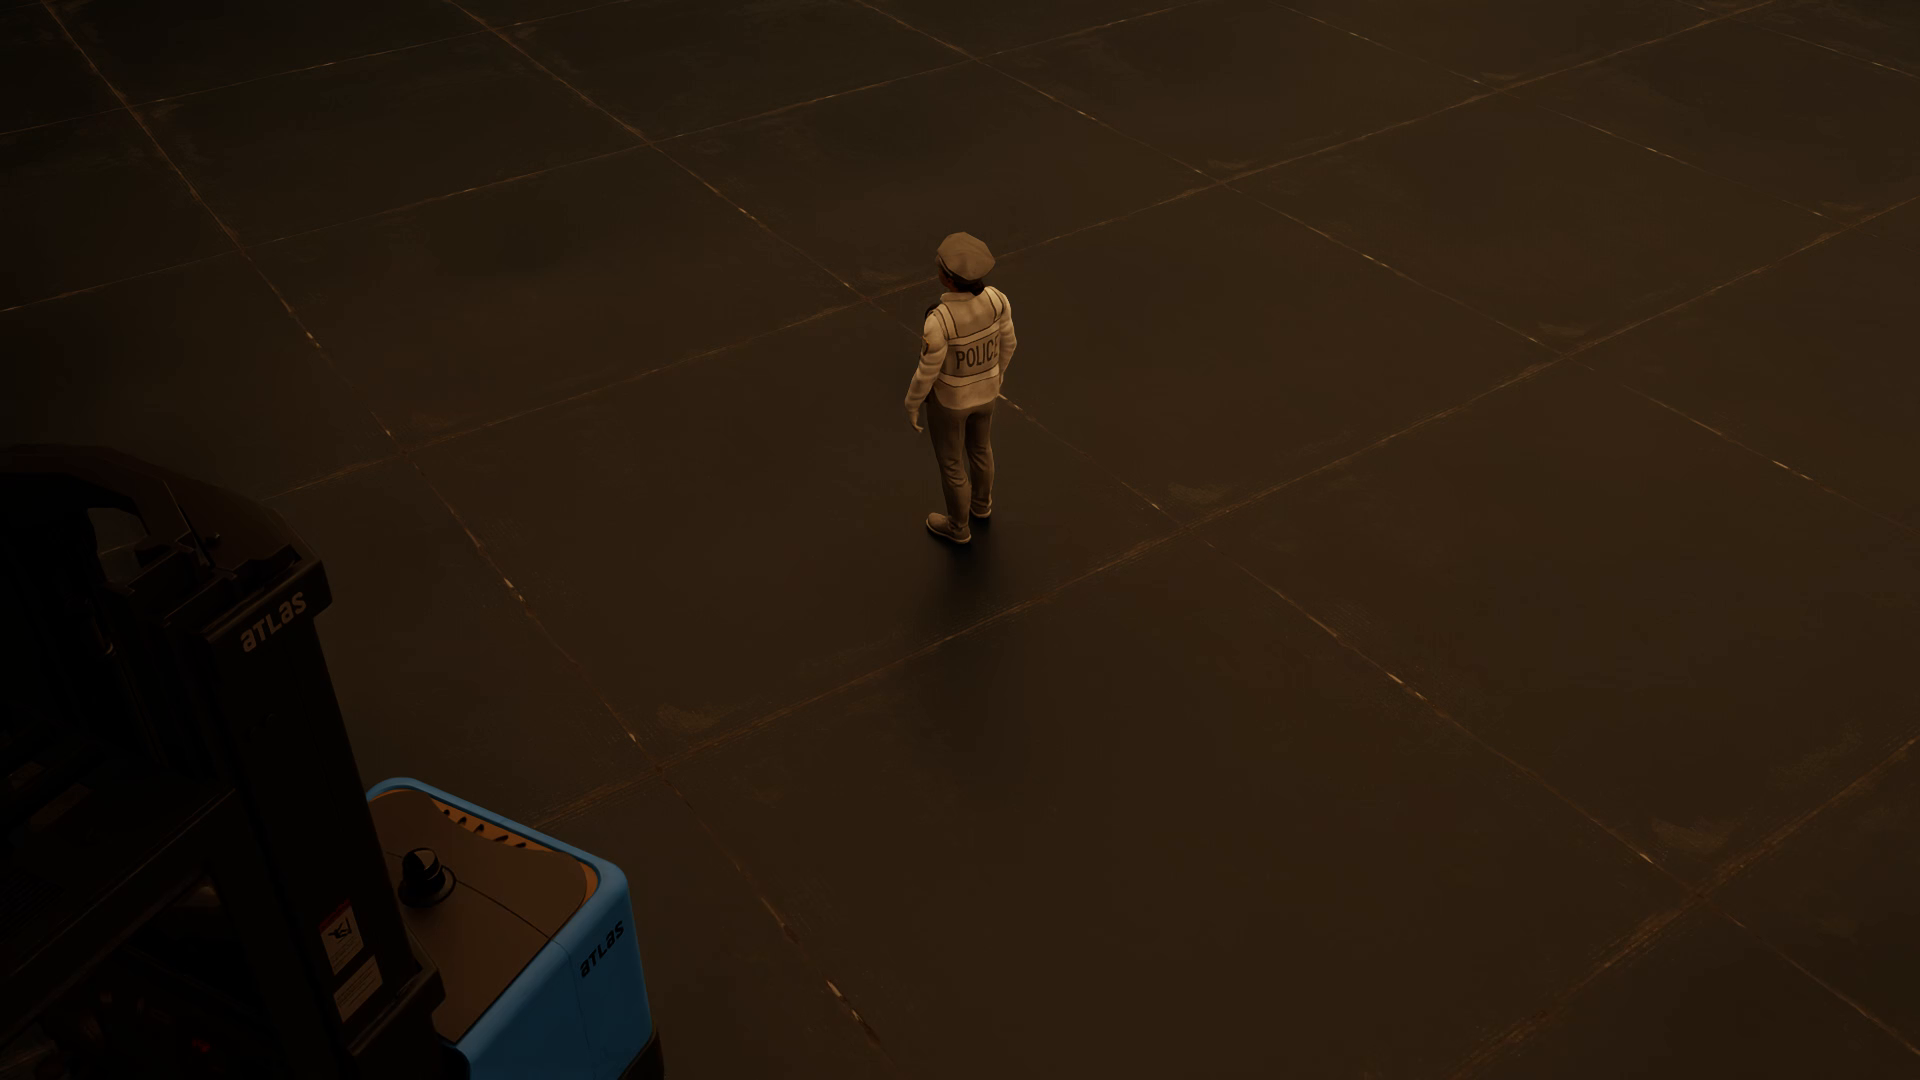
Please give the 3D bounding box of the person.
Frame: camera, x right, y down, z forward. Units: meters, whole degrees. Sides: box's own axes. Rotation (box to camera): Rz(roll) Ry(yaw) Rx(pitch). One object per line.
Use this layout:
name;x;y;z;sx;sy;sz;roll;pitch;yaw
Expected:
person;-0.034;-0.722;7.949;0.587;1.696;0.534;-23;42;-28

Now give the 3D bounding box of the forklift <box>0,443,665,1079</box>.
forklift;-2.152;1.365;4.099;1.130;2.935;3.031;17;40;22
